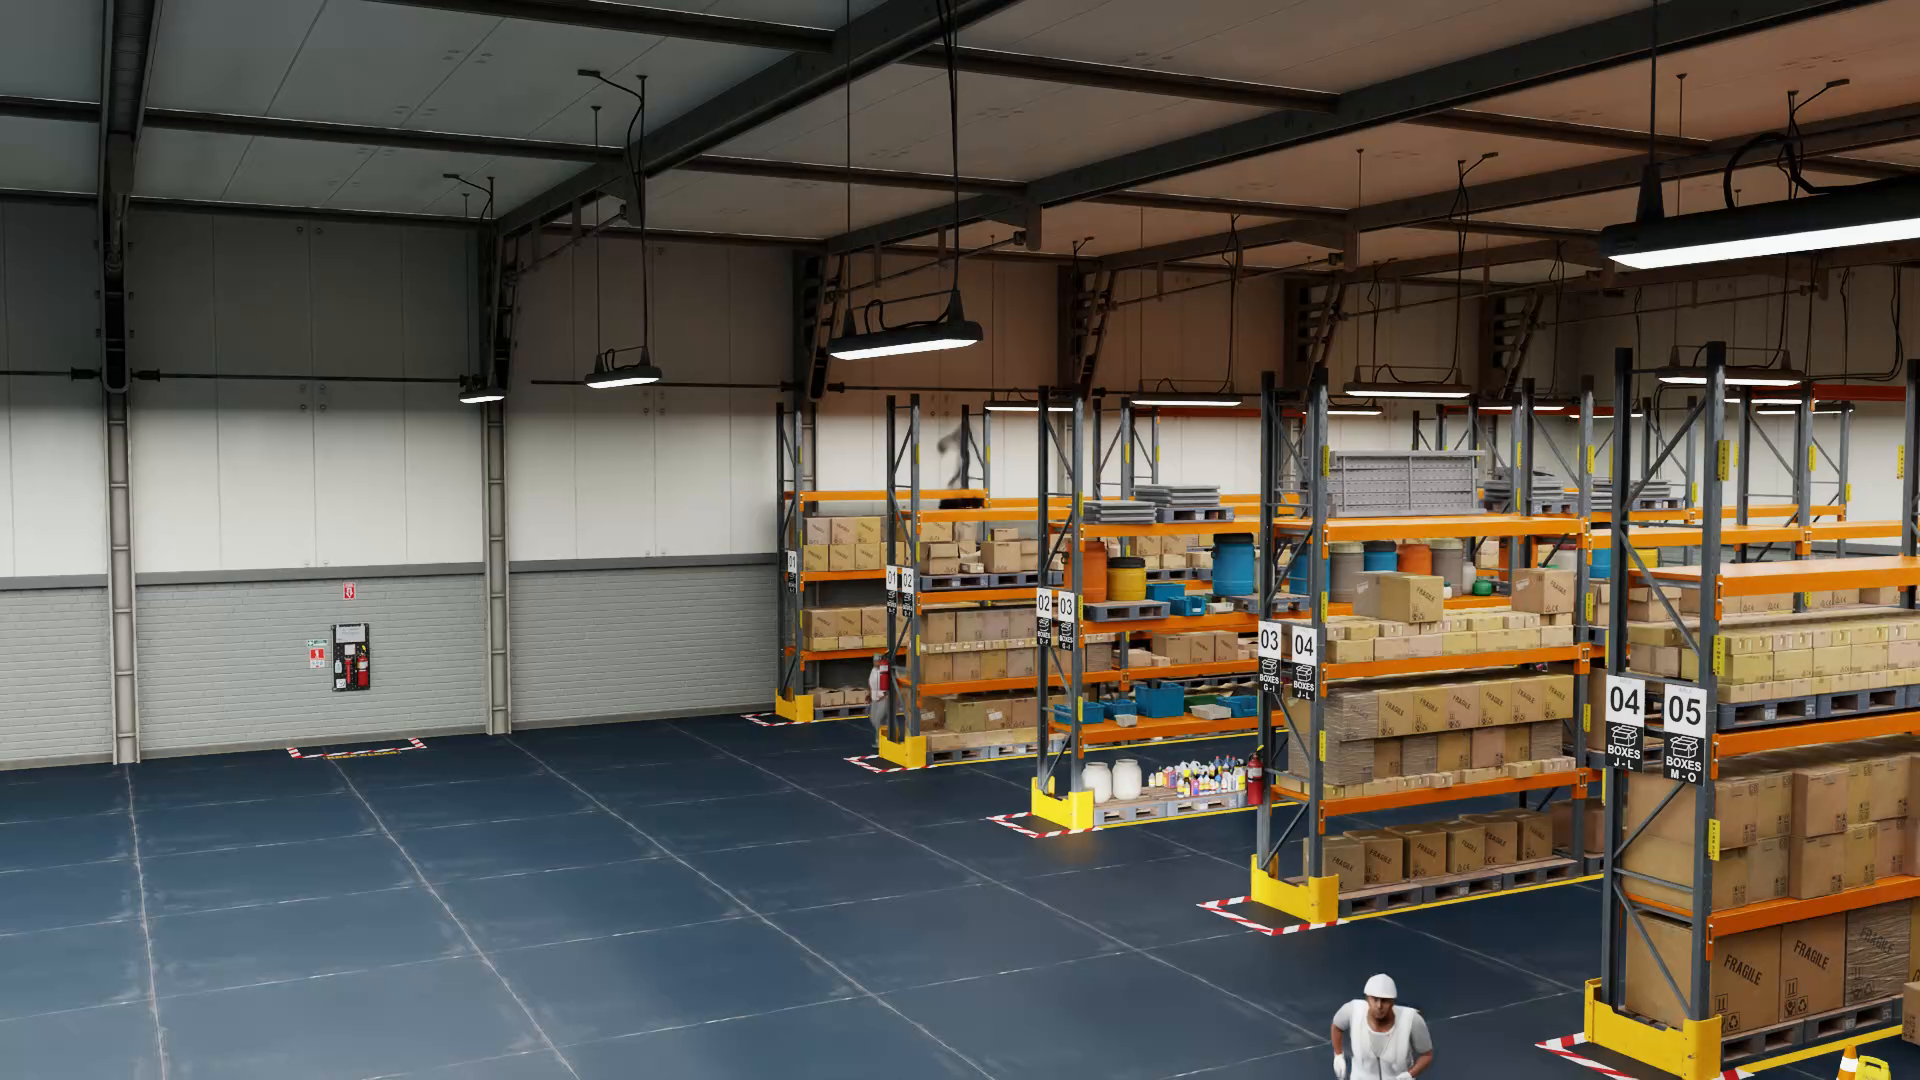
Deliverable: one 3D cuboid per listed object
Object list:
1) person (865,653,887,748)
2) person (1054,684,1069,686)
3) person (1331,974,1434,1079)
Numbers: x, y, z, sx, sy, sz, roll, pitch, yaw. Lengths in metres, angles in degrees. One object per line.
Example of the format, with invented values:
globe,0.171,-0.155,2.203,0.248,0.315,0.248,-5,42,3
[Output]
person,-1.321,2.737,28.652,0.600,1.628,0.611,2,4,37
person,1.849,2.571,30.317,0.917,1.756,0.655,-2,4,-37
person,2.828,3.694,11.171,0.674,1.705,0.761,1,3,16
